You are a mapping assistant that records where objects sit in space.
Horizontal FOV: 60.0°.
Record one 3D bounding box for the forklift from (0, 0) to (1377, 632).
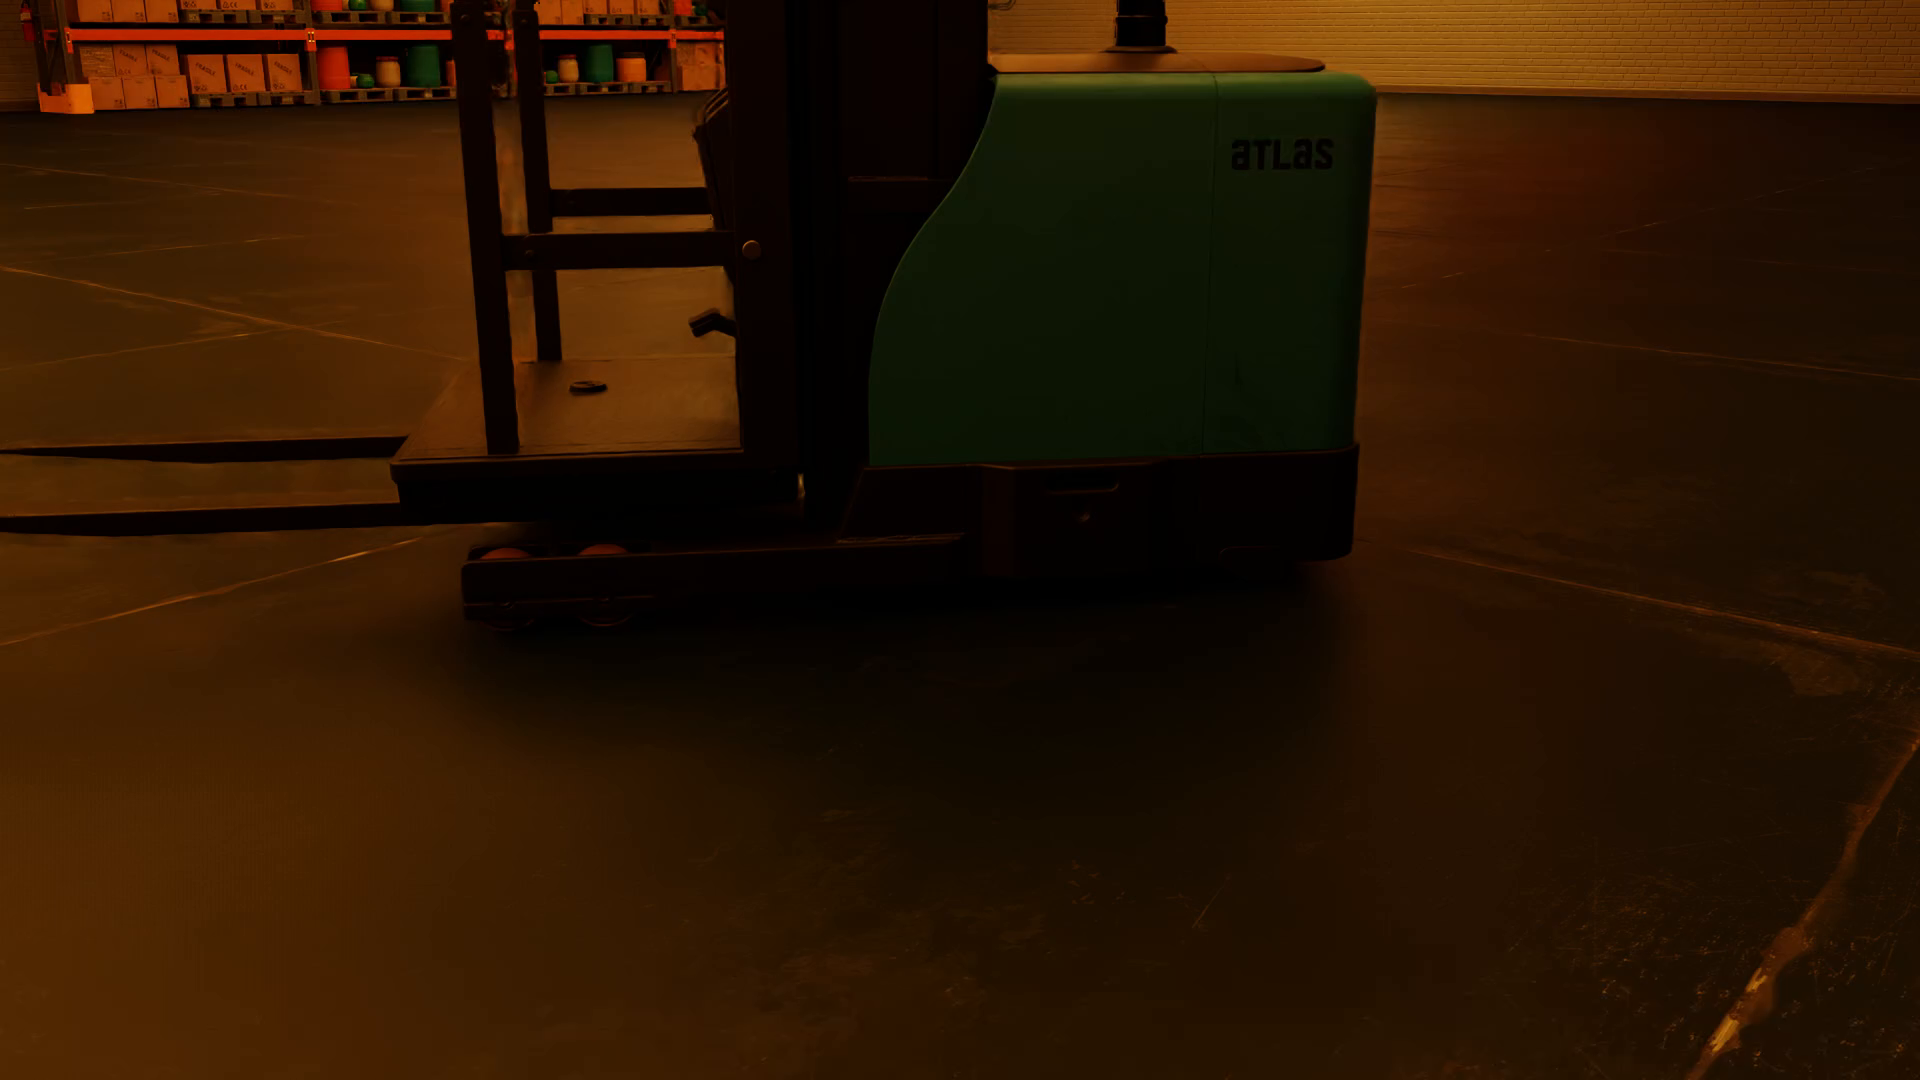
[{"bbox_3d":[-0.703,-1.381,3.447,3.031,2.935,1.130,-2,17,-8],"label":"forklift"}]
